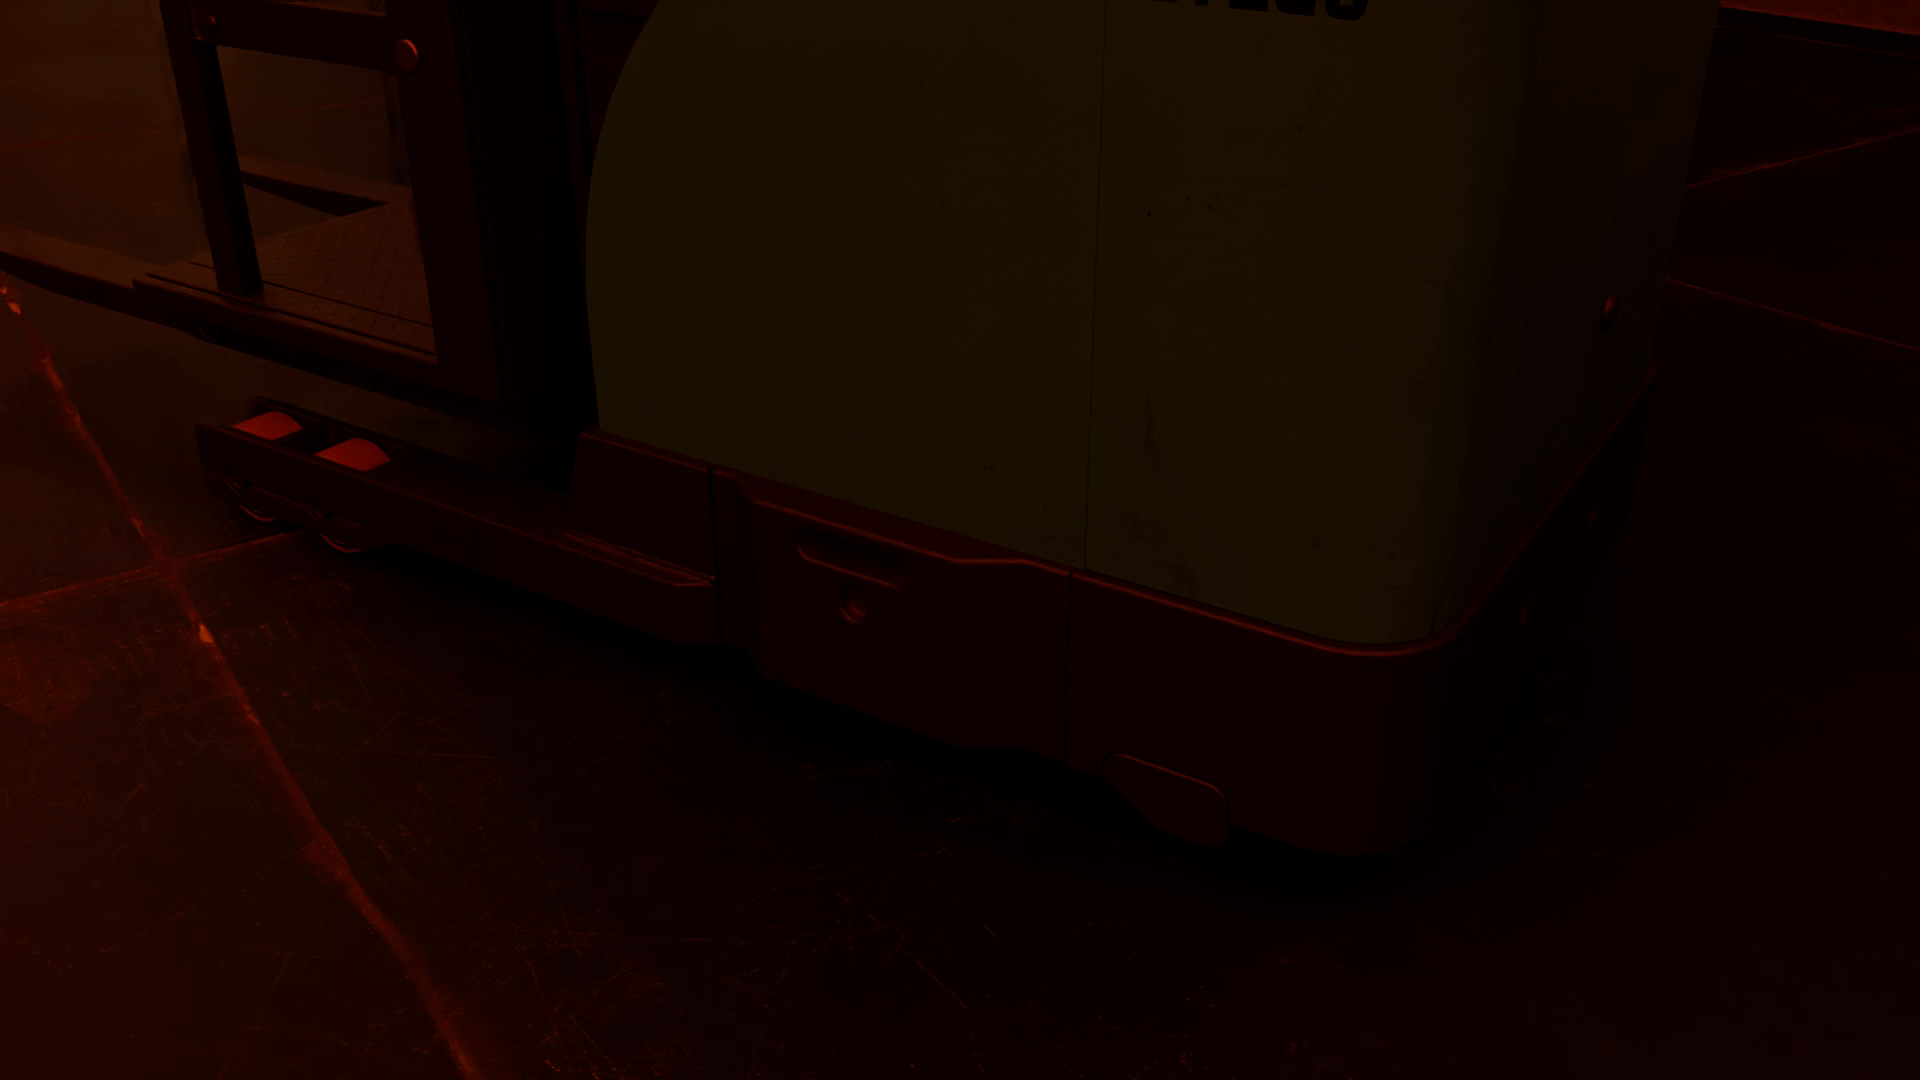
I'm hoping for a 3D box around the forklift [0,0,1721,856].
[{"bbox_3d":[-0.553,-1.471,2.163,3.031,2.935,1.130,16,31,29],"label":"forklift"}]
